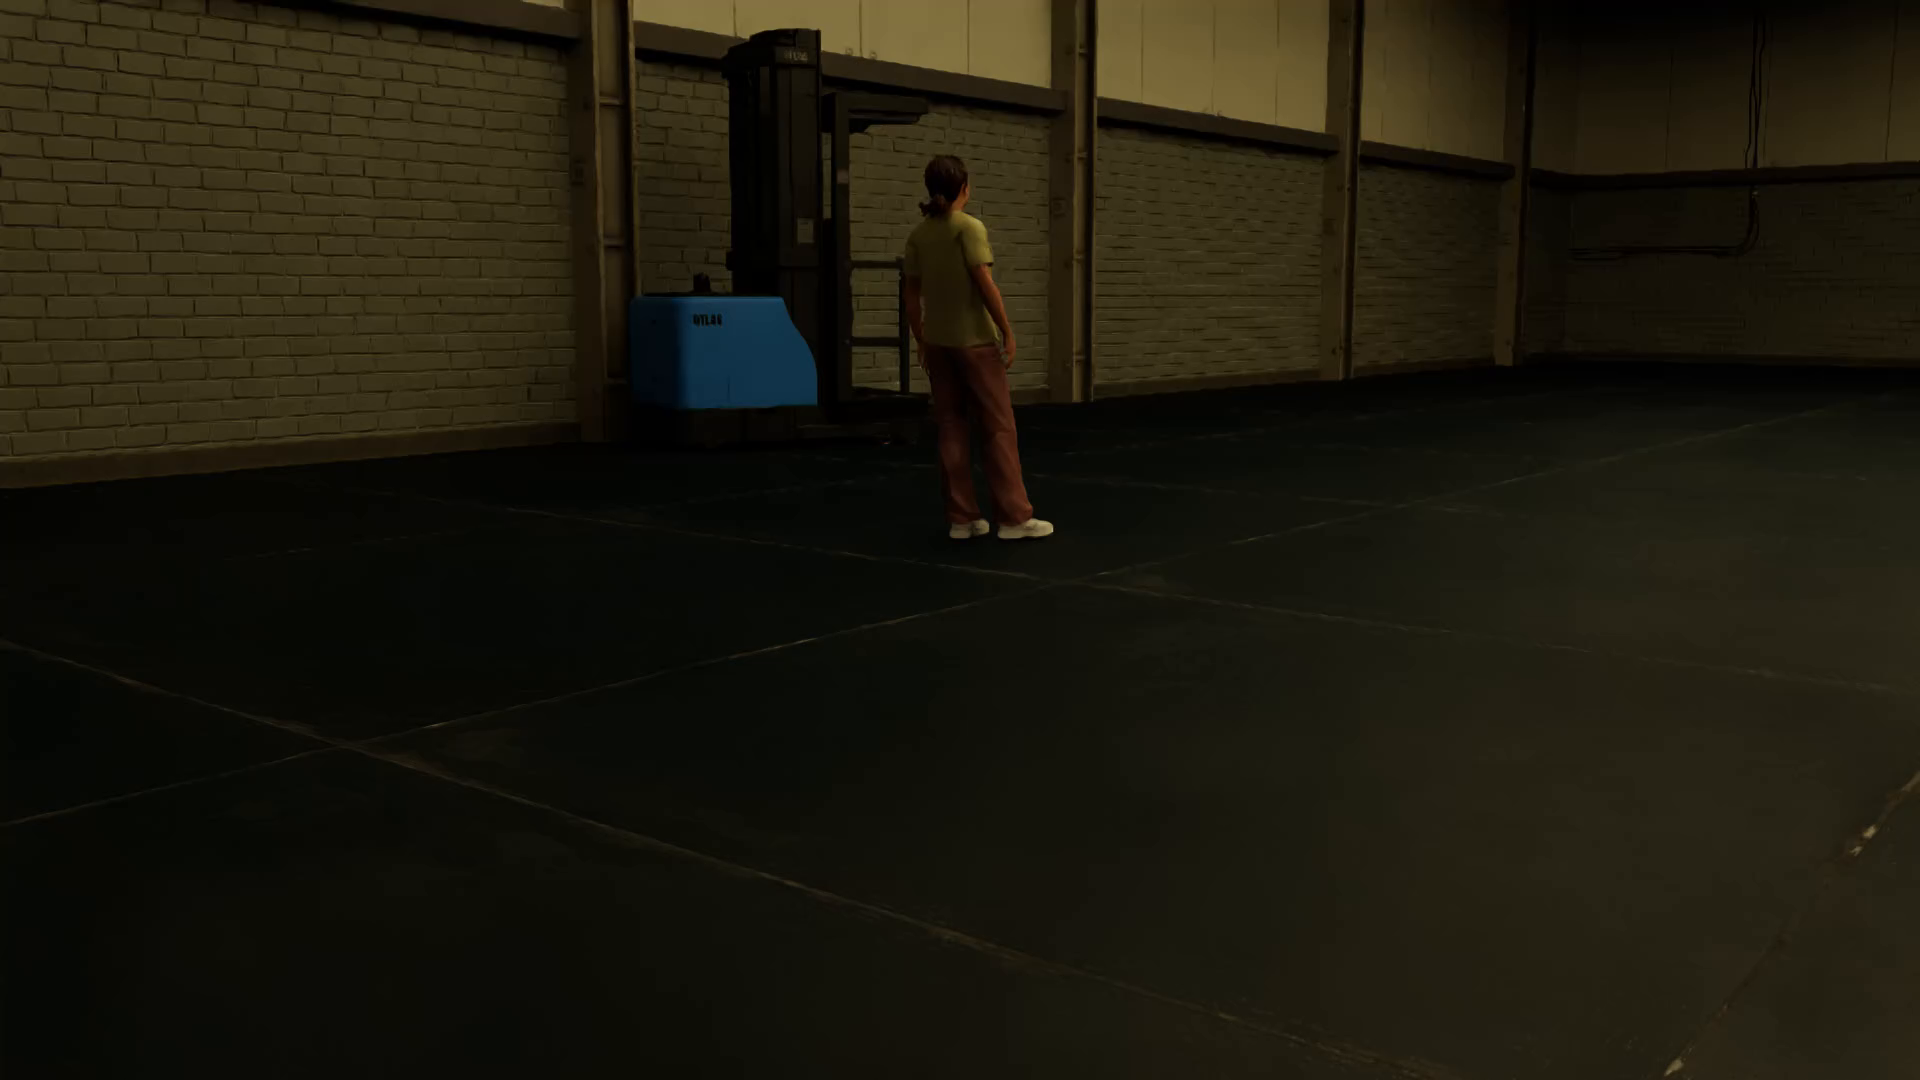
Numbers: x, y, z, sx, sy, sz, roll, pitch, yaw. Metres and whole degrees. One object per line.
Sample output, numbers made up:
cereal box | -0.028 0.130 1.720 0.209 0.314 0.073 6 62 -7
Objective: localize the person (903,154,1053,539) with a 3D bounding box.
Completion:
person | 0.055 -0.838 7.334 0.554 1.663 0.548 7 11 38

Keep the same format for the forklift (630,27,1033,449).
forklift | -0.889 -2.212 12.400 3.031 2.935 1.130 -5 10 -31
